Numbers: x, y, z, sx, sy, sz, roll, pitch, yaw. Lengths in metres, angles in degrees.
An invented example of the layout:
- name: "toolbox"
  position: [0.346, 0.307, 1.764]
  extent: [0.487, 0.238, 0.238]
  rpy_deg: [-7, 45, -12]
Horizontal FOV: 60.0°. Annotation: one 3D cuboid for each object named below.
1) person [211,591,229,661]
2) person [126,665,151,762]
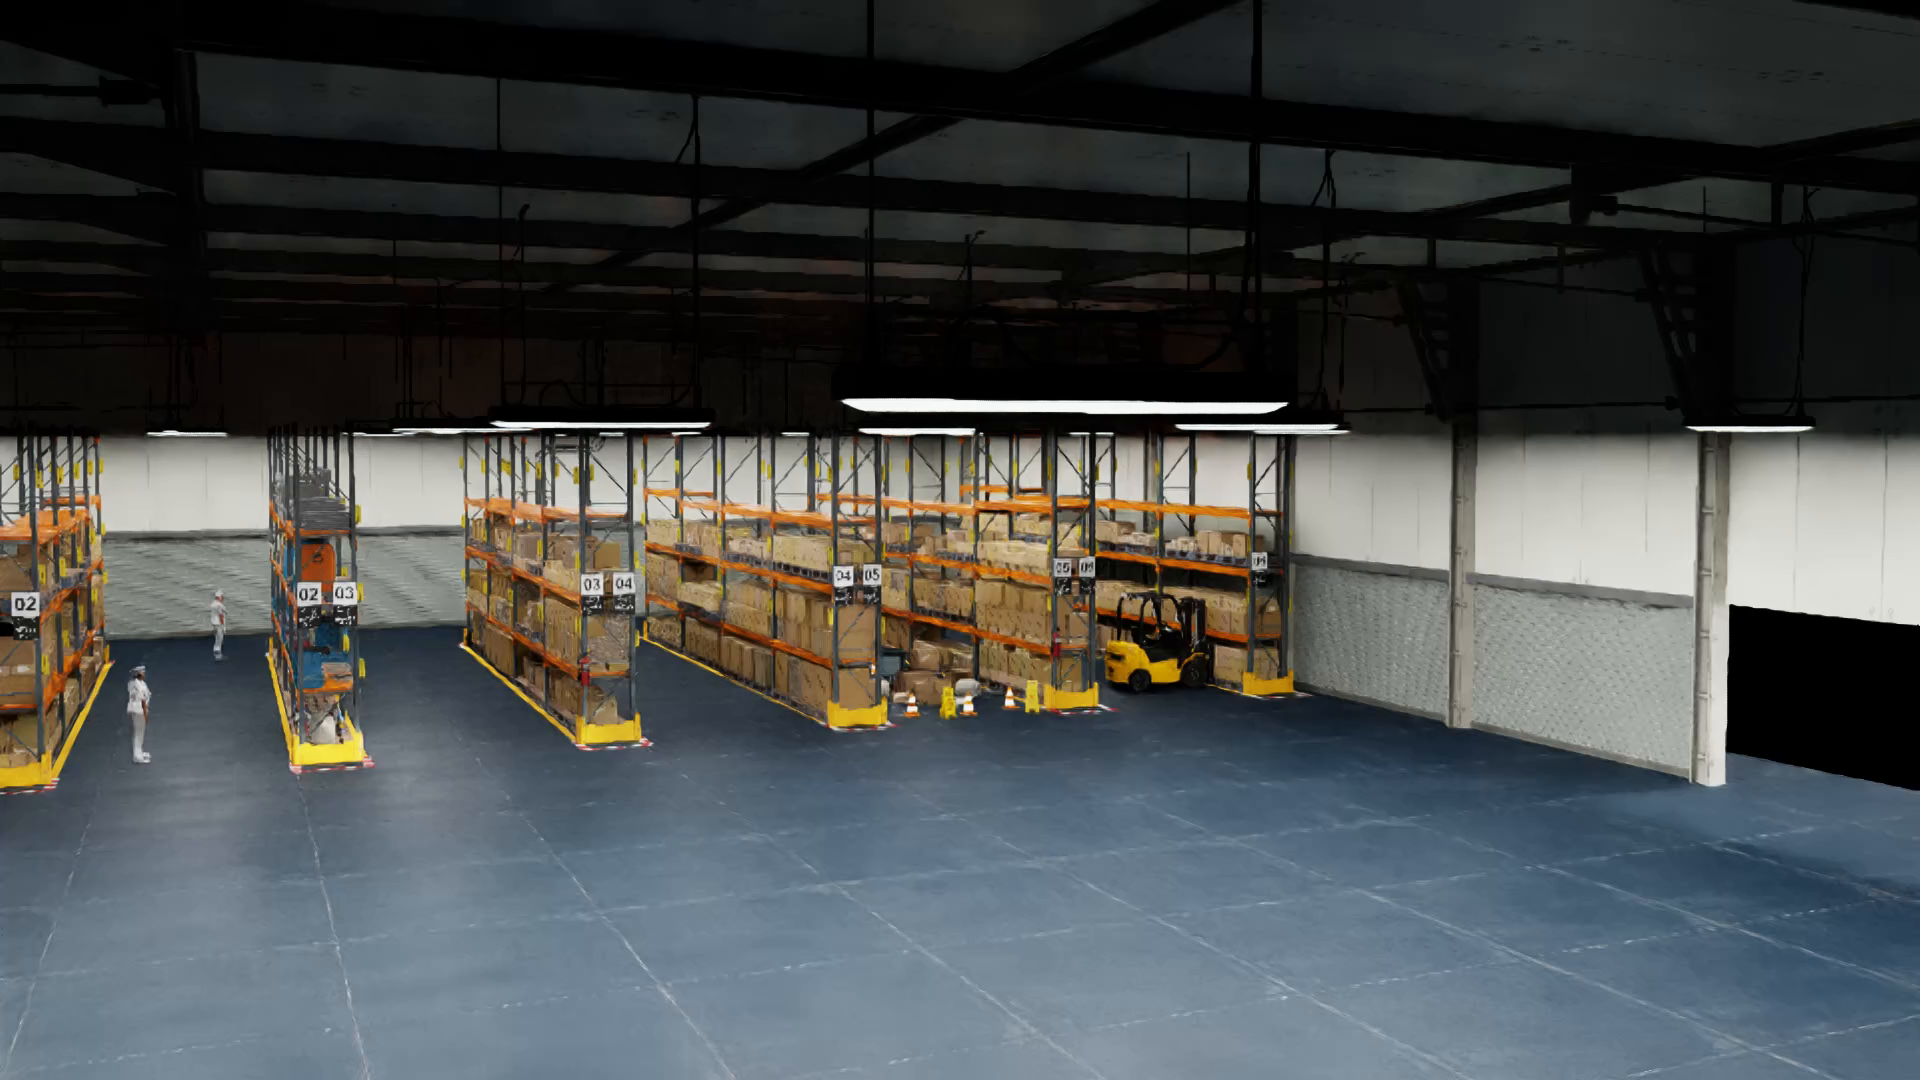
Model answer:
- name: "person"
  position: [-19.013, 2.196, 42.776]
  extent: [0.468, 1.794, 0.625]
  rpy_deg: [-3, 5, -43]
- name: "person"
  position: [-14.516, 3.076, 29.473]
  extent: [0.551, 1.671, 0.440]
  rpy_deg: [3, 4, 38]
